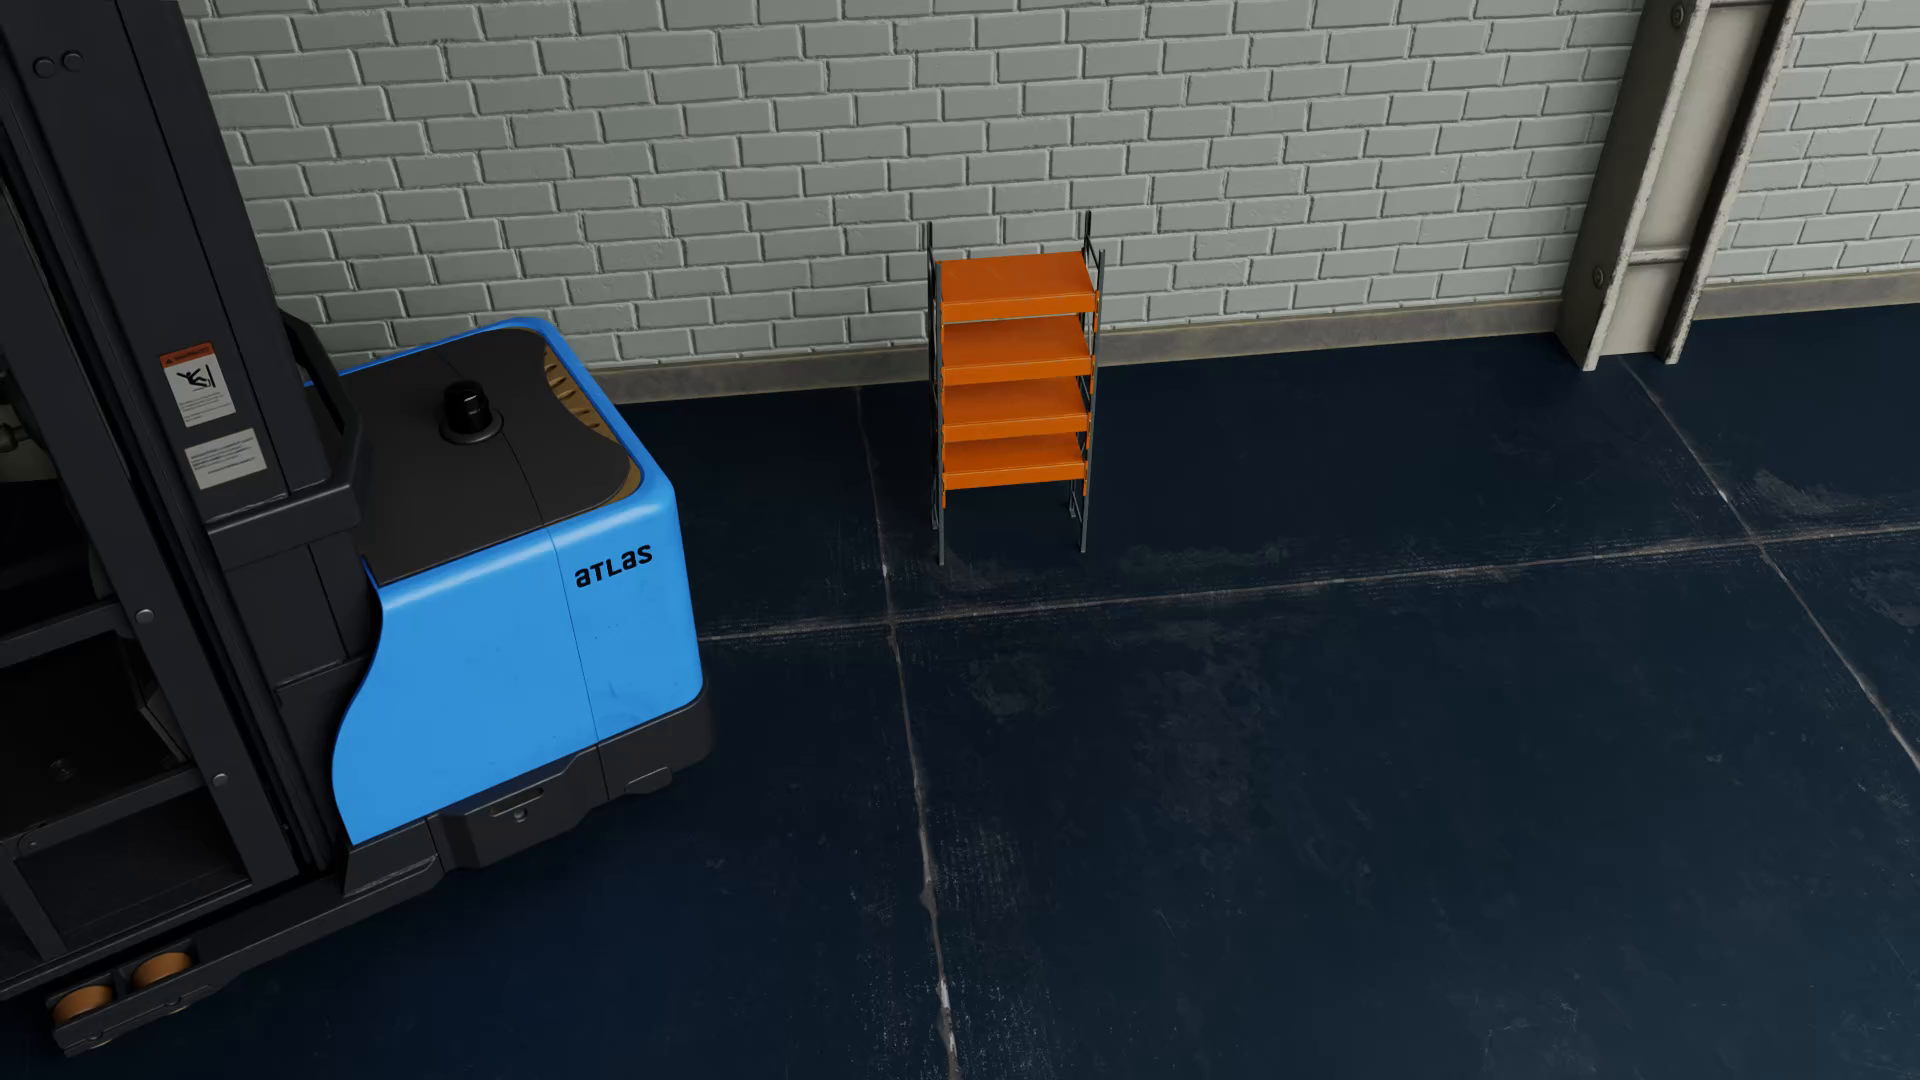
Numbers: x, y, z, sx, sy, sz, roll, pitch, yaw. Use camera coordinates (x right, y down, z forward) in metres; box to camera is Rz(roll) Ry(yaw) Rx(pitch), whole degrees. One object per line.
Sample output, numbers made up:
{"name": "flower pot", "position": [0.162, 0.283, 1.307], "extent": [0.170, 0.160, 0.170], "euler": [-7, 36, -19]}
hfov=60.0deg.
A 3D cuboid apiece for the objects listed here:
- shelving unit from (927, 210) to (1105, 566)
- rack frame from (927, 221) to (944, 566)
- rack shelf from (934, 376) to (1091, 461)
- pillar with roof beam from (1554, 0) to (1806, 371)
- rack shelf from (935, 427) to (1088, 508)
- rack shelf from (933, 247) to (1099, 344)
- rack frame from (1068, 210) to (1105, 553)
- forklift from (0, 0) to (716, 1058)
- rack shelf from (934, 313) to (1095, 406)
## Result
{"name": "shelving unit", "position": [0.164, -0.460, 5.364], "extent": [0.503, 1.200, 0.258], "euler": [-5, 42, -6]}
{"name": "rack frame", "position": [-0.078, -0.439, 5.341], "extent": [0.015, 1.200, 0.240], "euler": [-5, 42, -6]}
{"name": "rack shelf", "position": [0.164, -0.410, 5.409], "extent": [0.480, 0.148, 0.258], "euler": [-5, 42, -6]}
{"name": "pillar with roof beam", "position": [3.158, -1.260, 0.429], "extent": [0.400, 9.000, 9.100], "euler": [-5, 42, -6]}
{"name": "rack shelf", "position": [0.164, -0.262, 5.542], "extent": [0.480, 0.148, 0.258], "euler": [-5, 42, -6]}
{"name": "rack shelf", "position": [0.164, -0.752, 5.101], "extent": [0.480, 0.148, 0.258], "euler": [-5, 42, -6]}
{"name": "rack frame", "position": [0.406, -0.481, 5.388], "extent": [0.015, 1.200, 0.240], "euler": [-5, 42, -6]}
{"name": "forklift", "position": [-2.257, -0.183, 3.765], "extent": [3.031, 2.935, 1.130], "euler": [-22, 47, -23]}
{"name": "rack shelf", "position": [0.164, -0.576, 5.259], "extent": [0.480, 0.148, 0.258], "euler": [-5, 42, -6]}
